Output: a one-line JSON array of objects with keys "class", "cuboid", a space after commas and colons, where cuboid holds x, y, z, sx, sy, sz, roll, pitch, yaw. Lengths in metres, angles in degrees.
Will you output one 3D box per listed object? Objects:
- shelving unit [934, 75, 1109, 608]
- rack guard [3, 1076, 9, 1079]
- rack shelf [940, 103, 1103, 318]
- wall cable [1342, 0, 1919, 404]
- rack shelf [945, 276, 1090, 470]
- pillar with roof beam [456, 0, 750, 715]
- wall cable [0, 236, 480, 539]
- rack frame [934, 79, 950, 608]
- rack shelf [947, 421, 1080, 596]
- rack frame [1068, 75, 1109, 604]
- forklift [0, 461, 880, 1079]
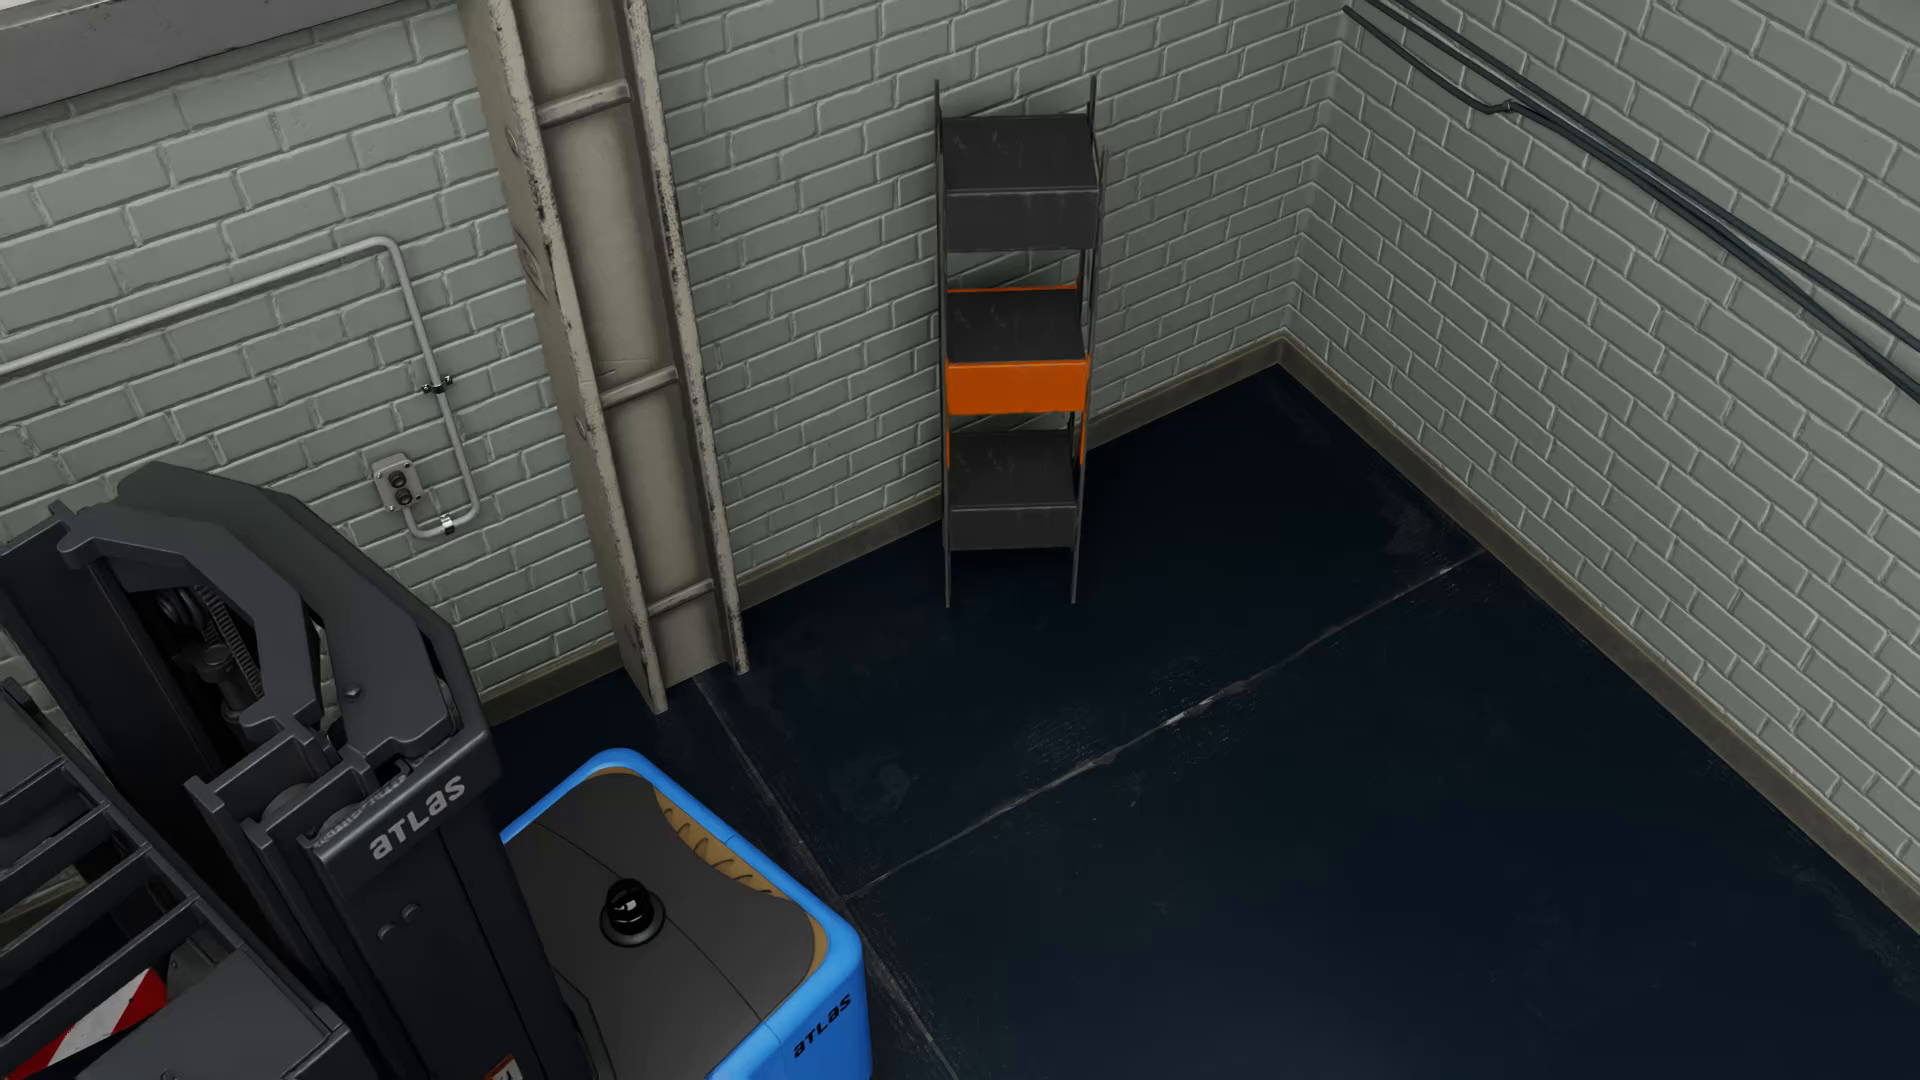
[{"class": "shelving unit", "cuboid": [0.184, -0.591, 5.814, 0.503, 2.100, 0.431, -2, 48, -1]}, {"class": "rack guard", "cuboid": [-2.838, 1.916, 4.654, 0.348, 0.500, 1.175, -25, 53, -21]}, {"class": "rack shelf", "cuboid": [0.181, -1.047, 5.301, 0.480, 0.518, 0.431, -2, 48, -1]}, {"class": "wall cable", "cuboid": [2.116, -1.896, 4.437, 0.112, 2.526, 3.097, -25, 53, -21]}, {"class": "rack shelf", "cuboid": [0.184, -0.582, 5.824, 0.480, 0.518, 0.431, -2, 48, -1]}, {"class": "pillar with roof beam", "cuboid": [1.260, 0.196, 0.495, 0.400, 9.000, 9.100, -25, 53, -21]}, {"class": "wall cable", "cuboid": [-2.280, -0.351, 4.319, 1.851, 1.984, 0.084, -25, 53, -21]}, {"class": "rack frame", "cuboid": [-0.060, -0.582, 5.808, 0.015, 2.100, 0.400, -2, 48, -1]}, {"class": "rack shelf", "cuboid": [0.187, -0.116, 6.347, 0.480, 0.518, 0.431, -2, 48, -1]}, {"class": "rack frame", "cuboid": [0.428, -0.599, 5.820, 0.015, 2.100, 0.400, -2, 48, -1]}, {"class": "forklift", "cuboid": [-1.586, 1.375, 3.508, 1.130, 2.935, 3.031, 33, 56, 26]}]
